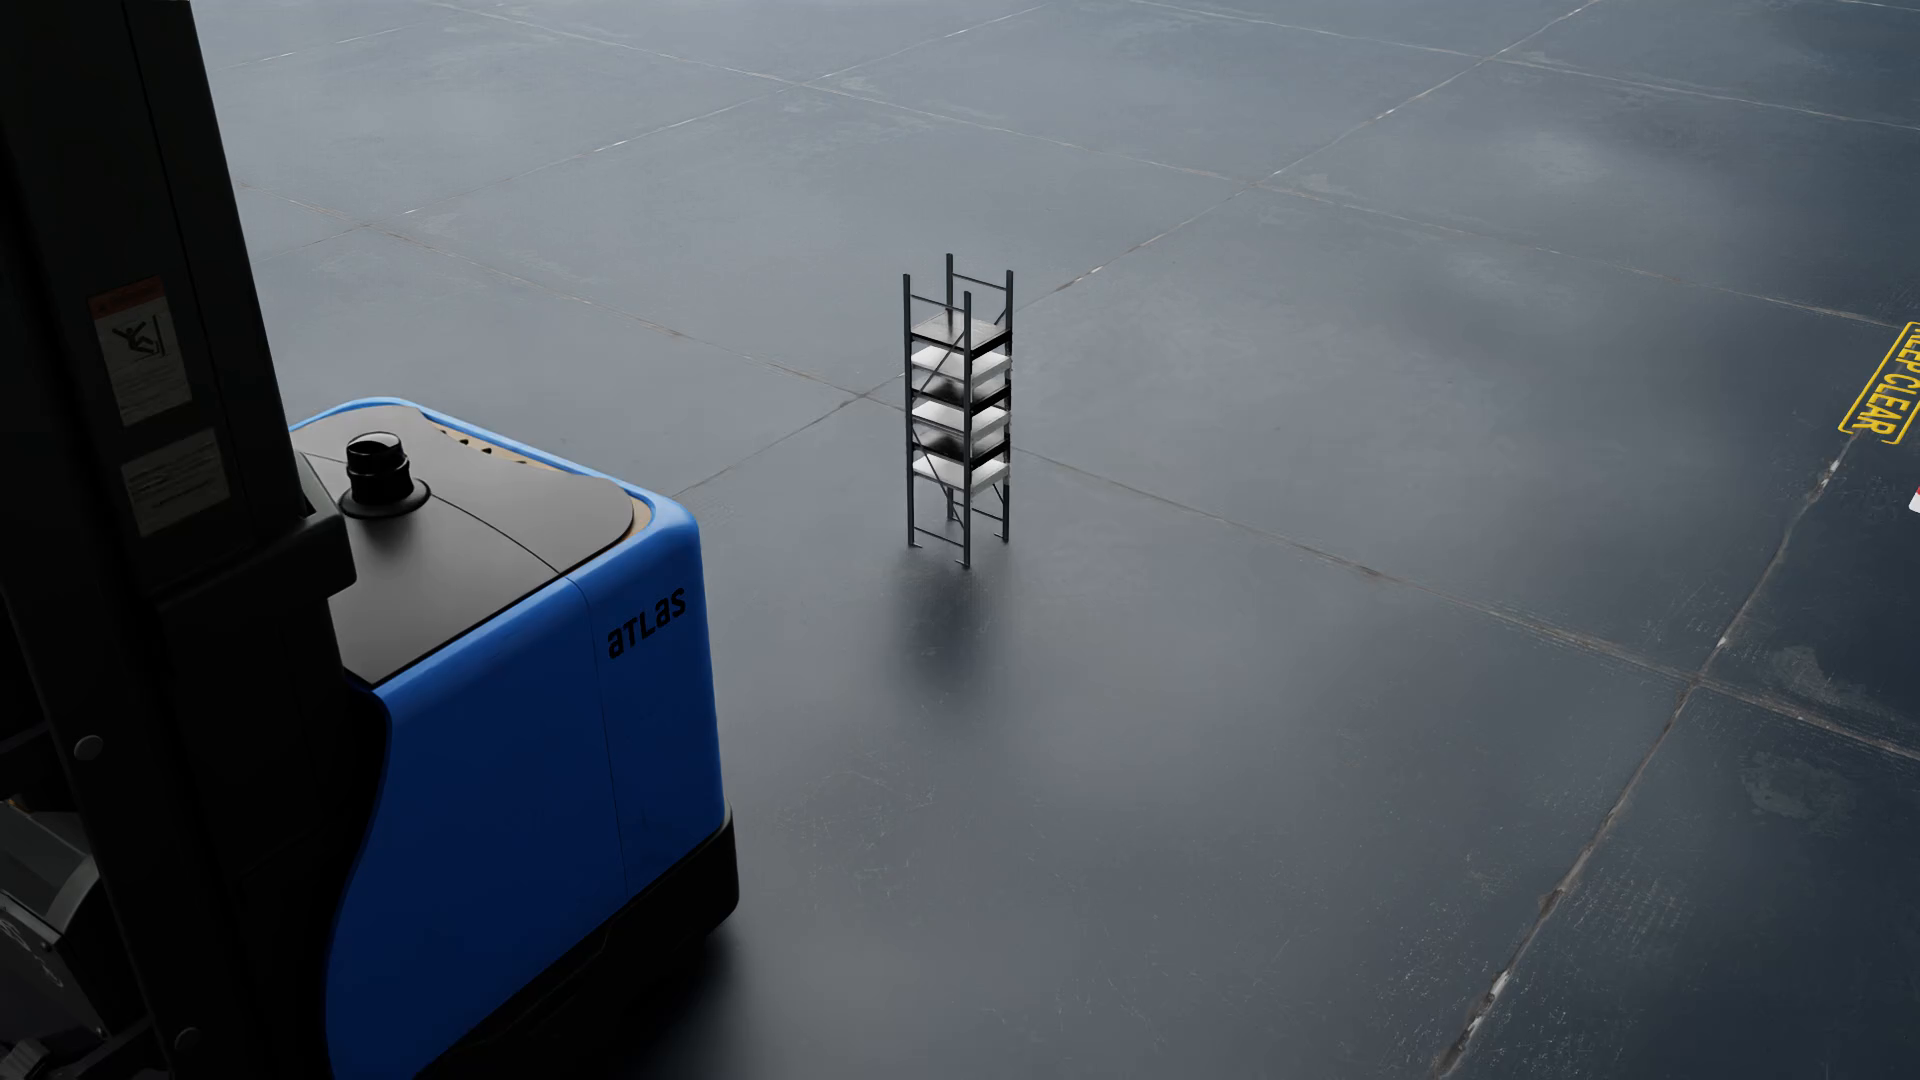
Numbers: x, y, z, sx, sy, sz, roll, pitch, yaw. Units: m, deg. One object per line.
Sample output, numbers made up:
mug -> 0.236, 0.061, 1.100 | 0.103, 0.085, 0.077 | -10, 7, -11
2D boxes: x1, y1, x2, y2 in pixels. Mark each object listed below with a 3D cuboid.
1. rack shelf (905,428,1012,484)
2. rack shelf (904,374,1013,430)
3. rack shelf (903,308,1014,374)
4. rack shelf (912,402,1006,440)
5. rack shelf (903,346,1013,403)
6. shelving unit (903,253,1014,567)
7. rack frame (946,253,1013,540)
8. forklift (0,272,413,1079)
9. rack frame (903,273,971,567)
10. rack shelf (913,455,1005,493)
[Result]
rack shelf -> -0.005, -0.278, 5.078 | 0.258, 0.077, 0.200 | 21, 37, 31
rack shelf -> -0.005, -0.433, 4.986 | 0.258, 0.077, 0.200 | 21, 37, 31
rack shelf -> -0.005, -0.587, 4.894 | 0.258, 0.077, 0.200 | 21, 37, 31
rack shelf -> -0.005, -0.373, 5.022 | 0.221, 0.026, 0.190 | 21, 37, 31
rack shelf -> -0.005, -0.510, 4.940 | 0.258, 0.077, 0.200 | 21, 37, 31
shelving unit -> -0.005, -0.384, 5.015 | 0.258, 0.900, 0.210 | 21, 37, 31
rack frame -> 0.056, -0.425, 5.085 | 0.240, 0.900, 0.006 | 21, 37, 31
forklift -> -1.753, 0.077, 2.246 | 1.110, 2.935, 3.031 | 19, 36, 29
rack frame -> -0.066, -0.343, 4.945 | 0.240, 0.900, 0.006 | 21, 37, 31
rack shelf -> -0.005, -0.218, 5.113 | 0.221, 0.026, 0.190 | 21, 37, 31
